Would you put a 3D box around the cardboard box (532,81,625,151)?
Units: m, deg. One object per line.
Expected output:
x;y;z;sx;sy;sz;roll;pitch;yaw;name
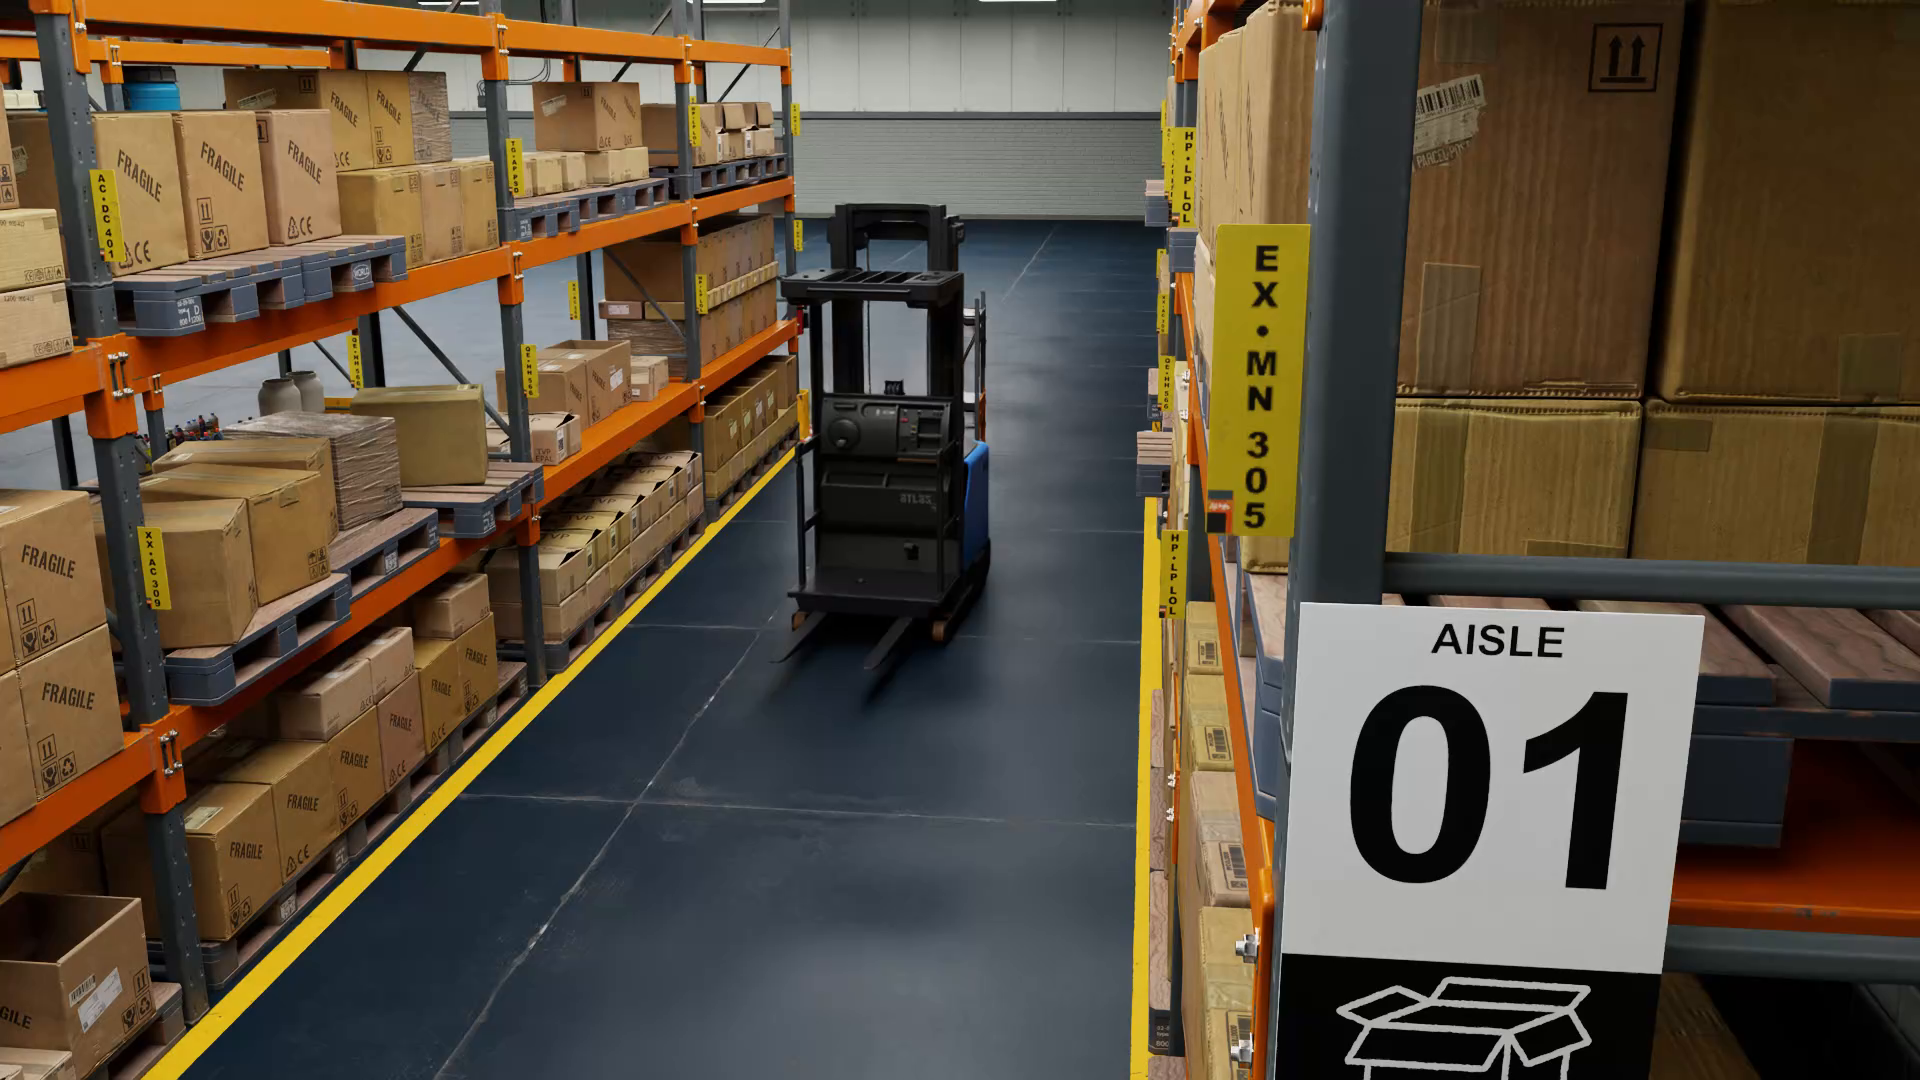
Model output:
-2.870;-3.195;12.532;0.500;0.500;0.500;3;15;12;cardboard box

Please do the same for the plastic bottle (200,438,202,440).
-7.242;-0.843;15.916;0.097;0.271;0.097;0;15;0;plastic bottle

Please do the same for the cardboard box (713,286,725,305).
-2.383;-2.253;15.312;0.380;0.149;0.250;1;15;4;cardboard box

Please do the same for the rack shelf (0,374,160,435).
-7.867;-0.843;12.912;1.077;0.370;4.000;2;15;6;rack shelf

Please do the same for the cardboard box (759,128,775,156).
-2.137;-3.939;16.451;0.500;0.250;0.500;2;15;6;cardboard box

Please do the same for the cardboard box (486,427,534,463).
-3.087;-0.575;10.712;0.500;0.311;0.500;3;15;10;cardboard box

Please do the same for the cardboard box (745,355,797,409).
-2.034;-1.689;17.689;0.500;0.500;0.500;2;15;6;cardboard box

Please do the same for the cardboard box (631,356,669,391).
-2.732;-1.361;13.736;0.500;0.250;0.500;3;15;10;cardboard box

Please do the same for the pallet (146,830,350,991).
-3.569;1.647;7.668;1.003;0.211;1.213;2;15;6;pallet

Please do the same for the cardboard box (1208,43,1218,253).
0.838;-0.893;3.825;0.500;0.500;0.500;2;15;7;cardboard box

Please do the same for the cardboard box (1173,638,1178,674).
1.107;0.471;7.117;0.380;0.149;0.250;2;15;6;cardboard box

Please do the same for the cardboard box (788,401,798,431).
-2.036;-1.327;17.787;0.500;0.250;0.500;2;15;6;cardboard box

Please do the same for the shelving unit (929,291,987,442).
-0.019;-0.971;13.729;0.431;2.100;0.503;2;15;6;shelving unit

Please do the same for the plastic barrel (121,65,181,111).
-7.423;-3.857;15.167;0.600;0.901;0.708;2;15;6;plastic barrel

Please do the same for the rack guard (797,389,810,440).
-2.266;-1.399;18.379;1.175;0.500;0.348;2;15;6;rack guard

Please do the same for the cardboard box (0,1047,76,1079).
-3.388;1.932;5.891;0.380;0.149;0.250;2;15;6;cardboard box

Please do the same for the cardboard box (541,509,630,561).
-2.710;-0.067;12.051;0.500;0.311;0.500;1;15;5;cardboard box

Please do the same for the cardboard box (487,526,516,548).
-3.305;0.051;11.616;0.500;0.311;0.500;1;15;5;cardboard box

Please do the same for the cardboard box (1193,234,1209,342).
0.888;-0.666;4.423;0.500;0.250;0.500;1;15;5;cardboard box

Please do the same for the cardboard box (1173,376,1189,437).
1.384;-0.694;8.745;0.500;0.250;0.500;1;15;5;cardboard box

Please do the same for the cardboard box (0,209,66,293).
-3.408;-0.970;5.587;0.500;0.250;0.500;2;15;6;cardboard box

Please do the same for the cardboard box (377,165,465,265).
-3.245;-1.775;9.041;0.910;0.500;0.500;2;15;6;cardboard box

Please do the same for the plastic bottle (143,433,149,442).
-7.856;-0.879;16.027;0.061;0.283;0.133;3;15;10;plastic bottle

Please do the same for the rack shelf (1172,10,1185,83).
1.977;-3.254;11.102;1.077;0.370;4.000;2;15;6;rack shelf

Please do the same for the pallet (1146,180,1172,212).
2.027;-2.618;12.710;1.213;0.211;1.003;2;15;6;pallet

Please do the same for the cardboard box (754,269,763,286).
-2.210;-2.657;16.807;0.380;0.149;0.250;2;15;7;cardboard box

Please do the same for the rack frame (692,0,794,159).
-2.269;-5.496;17.247;1.000;3.000;0.127;2;15;6;rack frame

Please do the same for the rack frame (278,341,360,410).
-7.190;-2.747;18.573;1.000;3.000;0.127;2;15;6;rack frame

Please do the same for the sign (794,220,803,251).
-1.731;-3.253;17.775;0.100;0.325;0.005;2;15;6;sign

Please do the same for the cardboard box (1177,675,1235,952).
1.134;0.842;4.727;0.980;0.700;0.700;1;15;5;cardboard box

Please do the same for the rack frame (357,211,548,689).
-3.171;-0.525;10.356;1.000;3.000;0.127;2;15;6;rack frame

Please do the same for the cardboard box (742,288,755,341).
-2.450;-2.262;16.590;0.700;0.500;0.500;2;15;7;cardboard box

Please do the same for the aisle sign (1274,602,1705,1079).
0.542;0.450;1.771;0.394;0.787;0.004;2;15;6;aisle sign

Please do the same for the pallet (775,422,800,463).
-2.313;-1.054;17.656;1.003;0.211;1.213;2;15;6;pallet

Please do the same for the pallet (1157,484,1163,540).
2.243;-0.246;14.669;1.003;0.211;1.213;2;15;6;pallet

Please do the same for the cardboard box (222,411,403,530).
-3.423;-0.378;8.816;0.700;0.500;0.500;5;16;17;cardboard box

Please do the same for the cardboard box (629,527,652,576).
-2.654;0.074;12.604;0.500;0.250;0.500;2;15;7;cardboard box

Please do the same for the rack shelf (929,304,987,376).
-0.019;-1.633;13.550;0.431;0.518;0.480;2;15;6;rack shelf

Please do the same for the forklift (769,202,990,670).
-0.565;-0.802;11.514;1.130;2.935;3.031;3;15;11;forklift

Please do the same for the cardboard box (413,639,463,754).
-3.103;0.853;9.206;0.500;0.500;0.500;1;15;4;cardboard box

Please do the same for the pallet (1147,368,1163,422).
1.972;-1.131;12.965;1.003;0.211;1.213;2;15;6;pallet

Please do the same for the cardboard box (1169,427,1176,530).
1.374;-0.327;8.827;0.500;0.500;0.500;2;15;8;cardboard box

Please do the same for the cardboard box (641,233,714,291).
-2.621;-2.483;14.922;0.700;0.500;0.500;2;15;6;cardboard box

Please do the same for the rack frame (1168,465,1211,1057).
1.300;0.658;5.984;1.000;3.000;0.127;2;15;6;rack frame

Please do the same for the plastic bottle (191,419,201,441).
-7.743;-1.092;16.838;0.097;0.271;0.097;0;15;0;plastic bottle

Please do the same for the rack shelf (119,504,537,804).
-3.397;0.341;8.532;1.077;0.370;4.000;2;15;6;rack shelf

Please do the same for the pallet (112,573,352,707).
-3.424;0.401;7.299;1.003;0.211;1.213;2;15;6;pallet

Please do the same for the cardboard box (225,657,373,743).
-3.213;0.767;8.087;0.500;0.250;0.500;2;15;6;cardboard box

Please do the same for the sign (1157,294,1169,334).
1.662;-1.849;13.596;0.100;0.325;0.005;2;15;6;sign

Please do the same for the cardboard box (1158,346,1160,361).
2.060;-1.746;15.122;0.500;0.250;0.500;2;15;6;cardboard box

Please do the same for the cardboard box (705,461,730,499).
-2.367;-0.549;14.909;0.500;0.250;0.500;2;15;6;cardboard box

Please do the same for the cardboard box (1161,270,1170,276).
2.125;-2.243;15.523;0.500;0.500;0.500;2;15;8;cardboard box

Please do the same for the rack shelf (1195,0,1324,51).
1.074;-1.179;3.428;1.077;0.370;4.000;2;15;6;rack shelf

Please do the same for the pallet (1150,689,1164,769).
1.587;1.168;9.436;1.003;0.211;1.213;2;15;6;pallet

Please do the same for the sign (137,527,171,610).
-3.083;0.109;6.355;0.100;0.325;0.005;2;15;6;sign
